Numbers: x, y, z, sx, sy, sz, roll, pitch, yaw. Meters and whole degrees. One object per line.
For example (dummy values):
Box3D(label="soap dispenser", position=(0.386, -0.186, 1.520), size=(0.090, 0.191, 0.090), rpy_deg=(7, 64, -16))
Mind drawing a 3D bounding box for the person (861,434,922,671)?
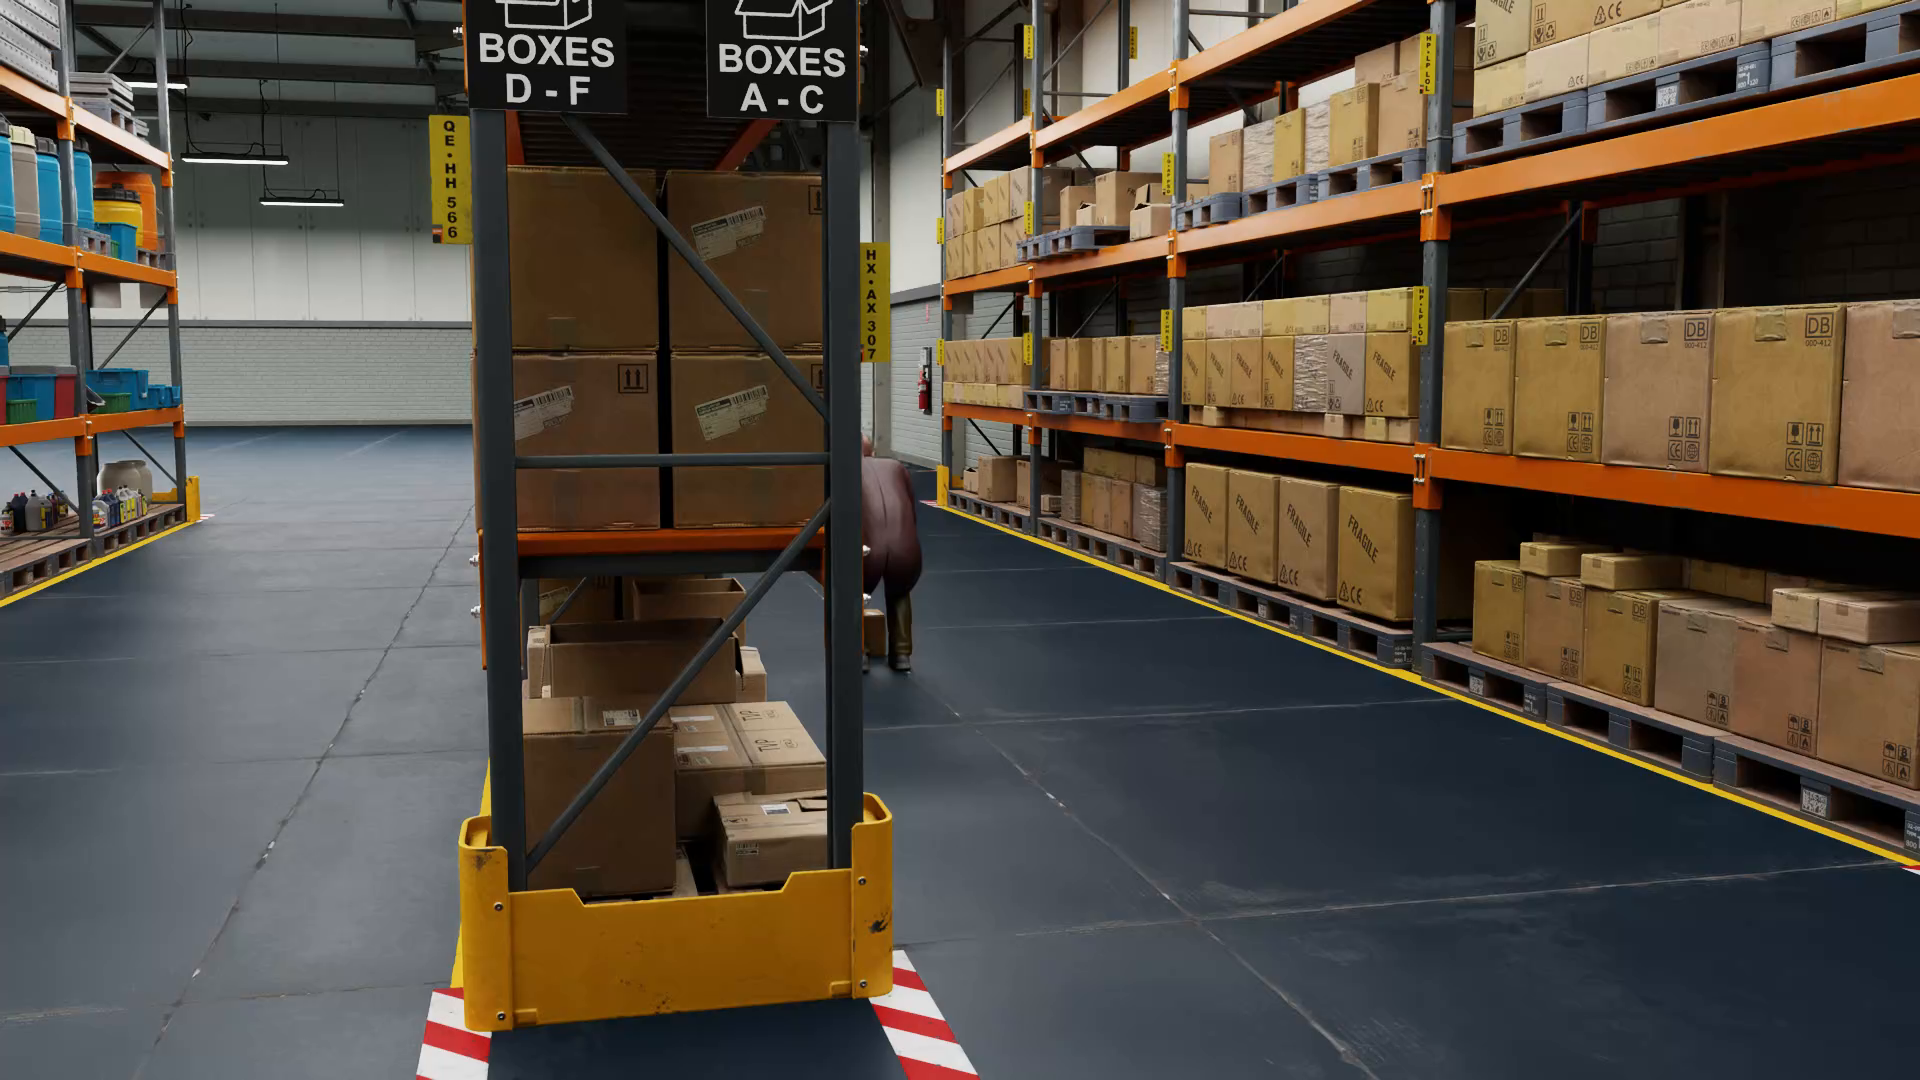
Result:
Box3D(label="person", position=(-0.532, 0.068, 9.741), size=(0.632, 1.363, 0.752), rpy_deg=(-1, 6, -14))
